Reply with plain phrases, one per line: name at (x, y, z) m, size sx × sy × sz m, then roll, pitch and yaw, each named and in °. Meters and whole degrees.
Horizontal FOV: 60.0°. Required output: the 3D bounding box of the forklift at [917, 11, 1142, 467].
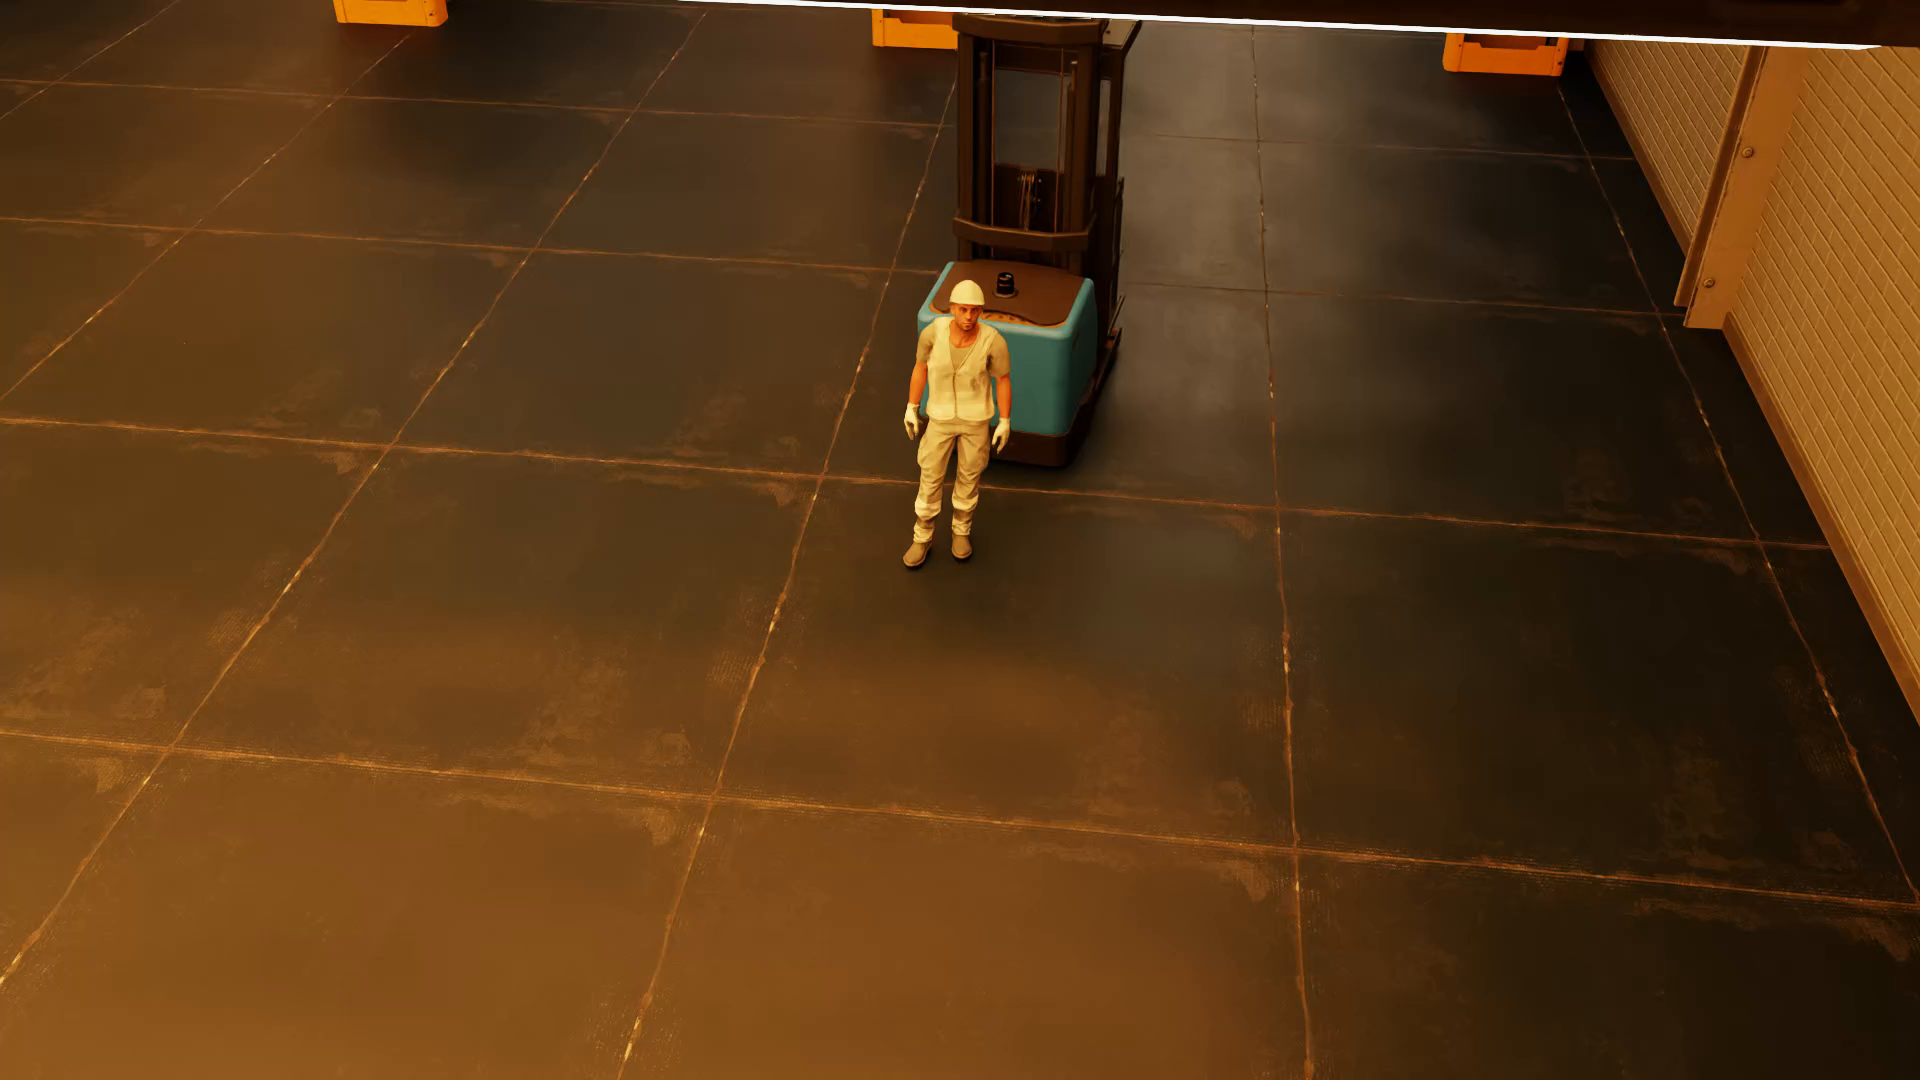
forklift at (0.584, -2.540, 11.476) m, size 1.130 × 2.935 × 3.031 m, roll 9°, pitch 37°, yaw 12°

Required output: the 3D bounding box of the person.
person at (-0.021, -0.680, 9.902) m, size 0.638 × 1.787 × 0.564 m, roll 4°, pitch 37°, yaw 6°
